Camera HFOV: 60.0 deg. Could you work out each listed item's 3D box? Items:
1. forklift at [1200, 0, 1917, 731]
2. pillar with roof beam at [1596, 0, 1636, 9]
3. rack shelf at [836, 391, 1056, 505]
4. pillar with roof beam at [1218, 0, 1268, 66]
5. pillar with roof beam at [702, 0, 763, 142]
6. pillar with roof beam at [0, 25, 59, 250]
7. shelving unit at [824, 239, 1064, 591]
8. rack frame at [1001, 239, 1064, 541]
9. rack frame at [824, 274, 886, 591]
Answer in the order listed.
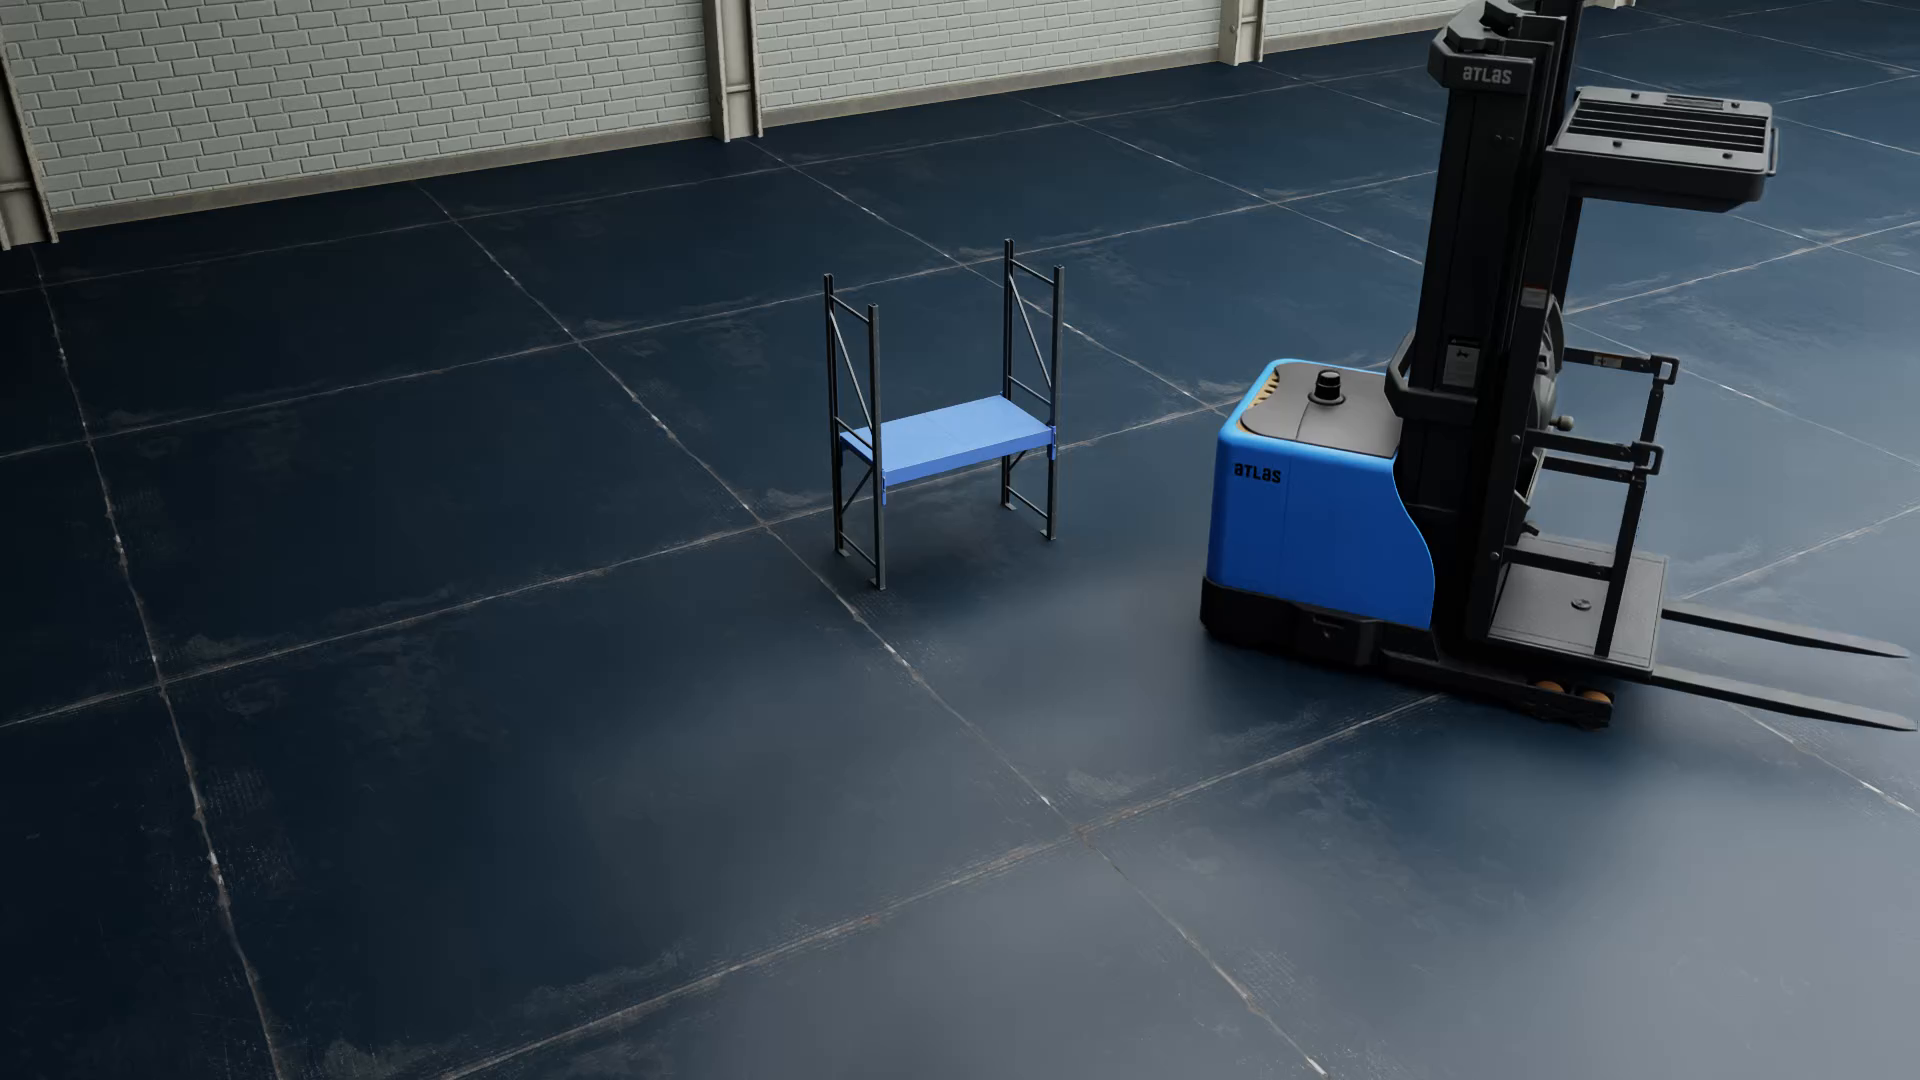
[{"bbox_3d":[2.704,-0.748,7.072,3.031,2.935,1.130,12,31,21],"label":"forklift"},{"bbox_3d":[10.433,-8.890,15.545,0.400,9.000,9.100,-16,33,-26],"label":"pillar with roof beam"},{"bbox_3d":[-0.074,-0.478,8.437,1.000,0.185,0.538,-16,33,-26],"label":"rack shelf"},{"bbox_3d":[5.260,-7.421,12.883,0.400,9.000,9.100,-16,33,-26],"label":"pillar with roof beam"},{"bbox_3d":[0.087,-5.952,10.222,0.400,9.000,9.100,-16,33,-26],"label":"pillar with roof beam"},{"bbox_3d":[-5.087,-4.484,7.561,0.400,9.000,9.100,-16,33,-26],"label":"pillar with roof beam"},{"bbox_3d":[-0.074,-0.636,8.350,1.048,1.500,0.538,-16,33,-26],"label":"shelving unit"},{"bbox_3d":[0.365,-0.760,8.575,0.032,1.500,0.500,-16,33,-26],"label":"rack frame"},{"bbox_3d":[-0.512,-0.511,8.124,0.032,1.500,0.500,-16,33,-26],"label":"rack frame"}]
